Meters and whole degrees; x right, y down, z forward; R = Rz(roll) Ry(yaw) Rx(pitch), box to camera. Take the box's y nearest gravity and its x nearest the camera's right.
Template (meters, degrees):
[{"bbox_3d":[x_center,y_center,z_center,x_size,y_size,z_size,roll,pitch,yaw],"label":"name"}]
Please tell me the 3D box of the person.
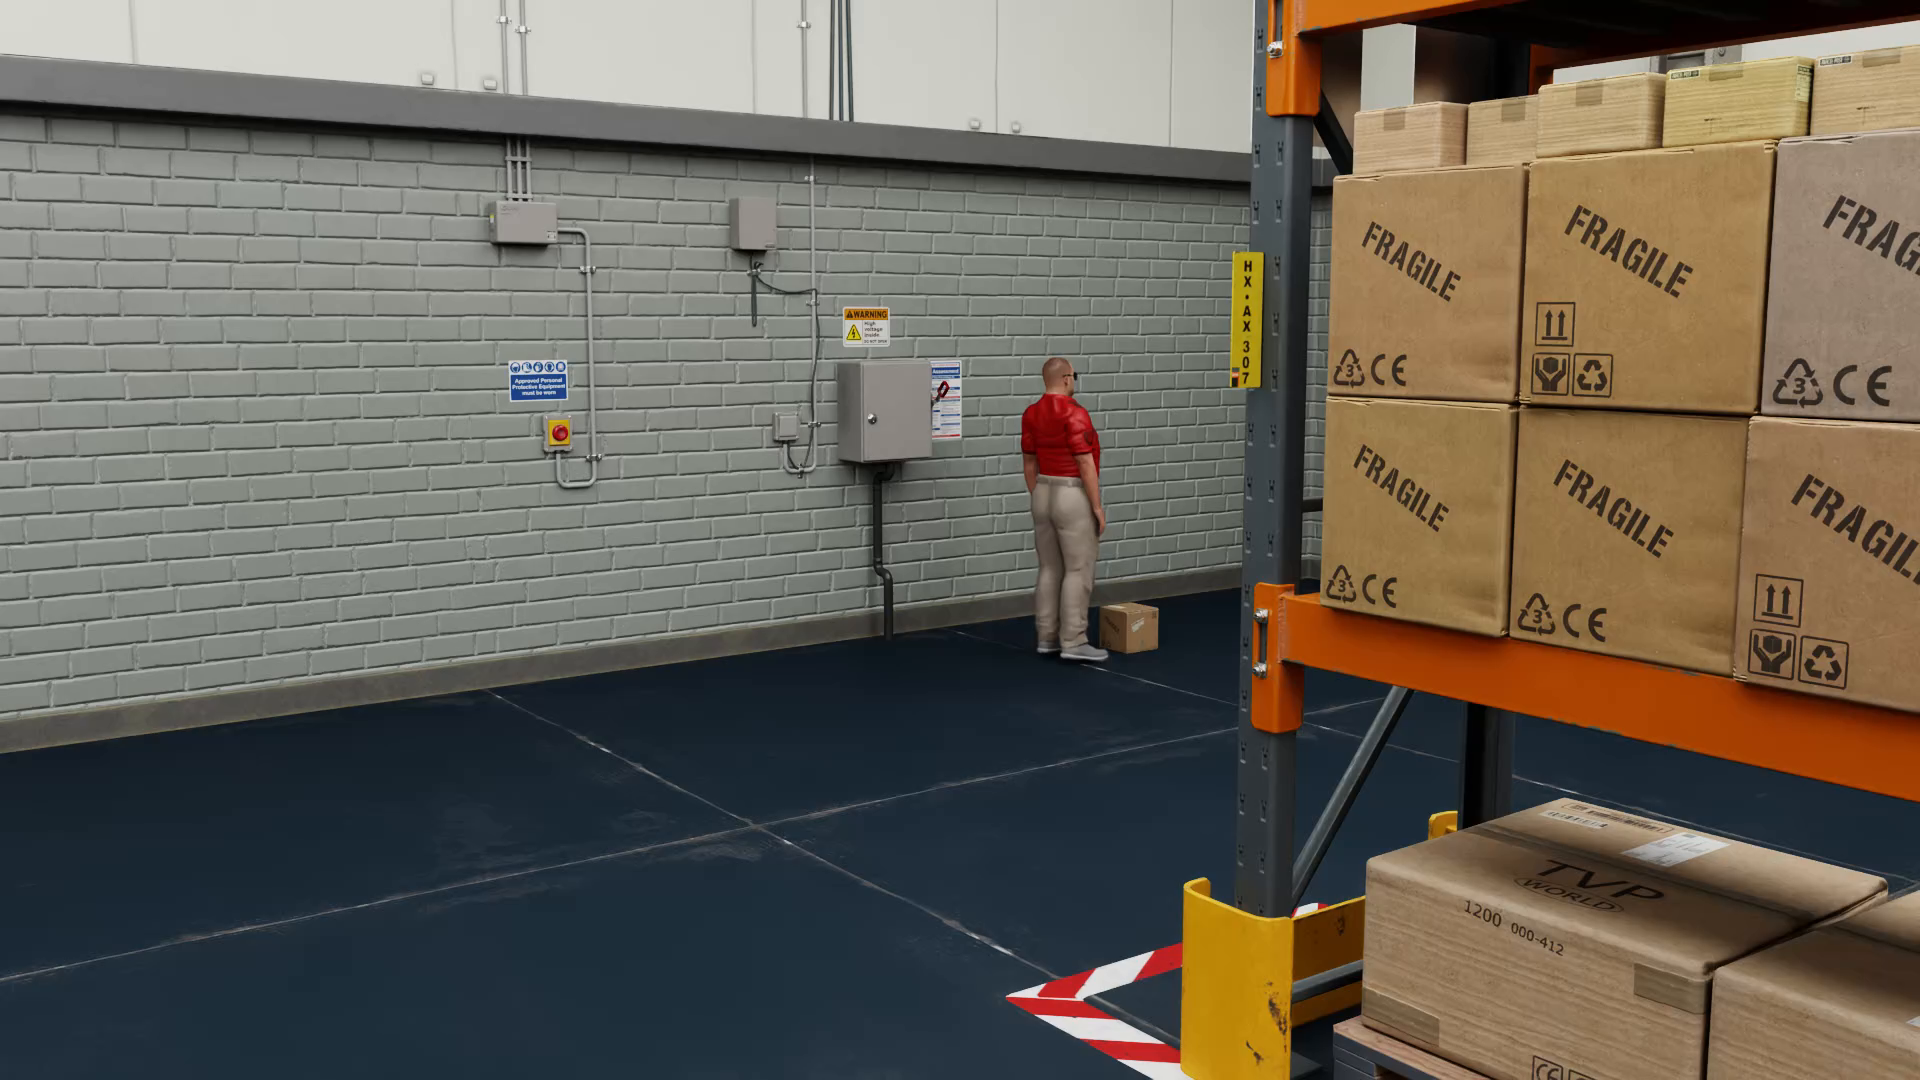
[{"bbox_3d":[0.616,-0.183,9.600,0.378,1.741,0.551,-7,10,-41],"label":"person"}]
